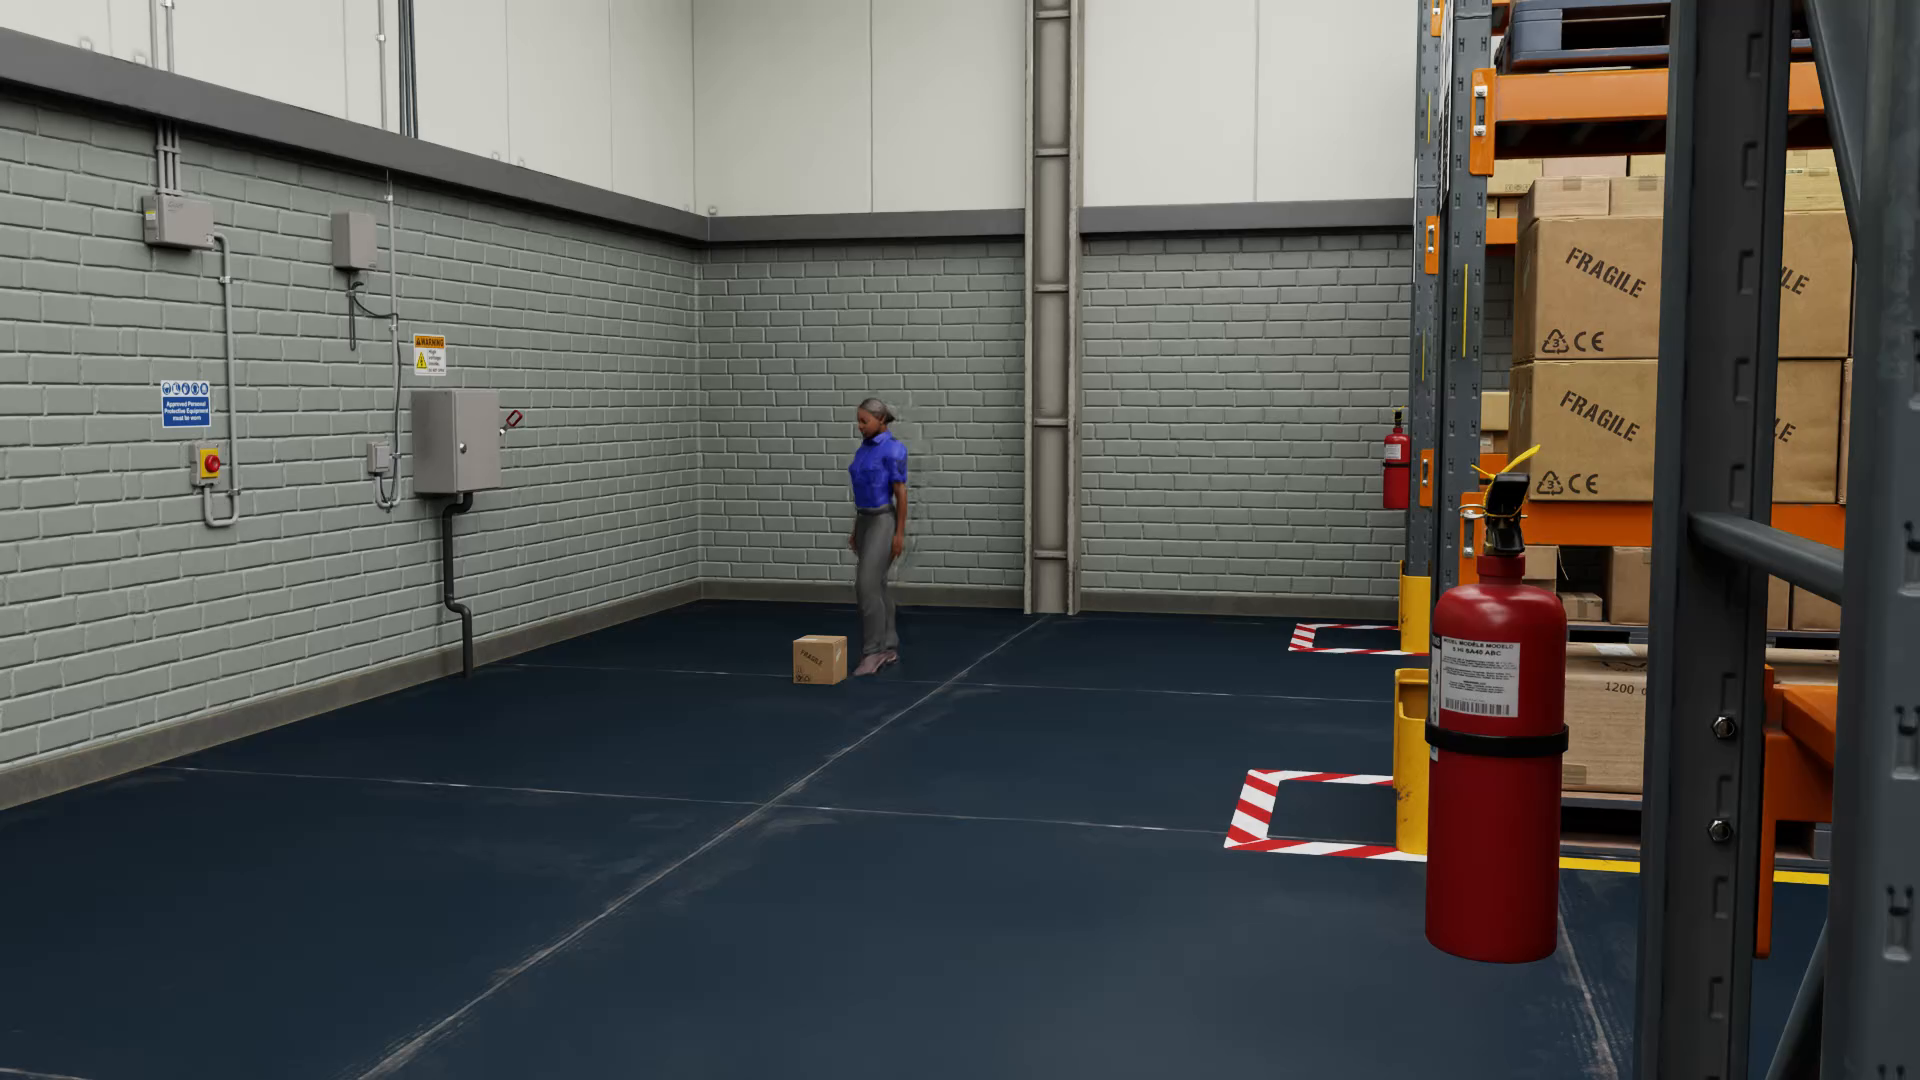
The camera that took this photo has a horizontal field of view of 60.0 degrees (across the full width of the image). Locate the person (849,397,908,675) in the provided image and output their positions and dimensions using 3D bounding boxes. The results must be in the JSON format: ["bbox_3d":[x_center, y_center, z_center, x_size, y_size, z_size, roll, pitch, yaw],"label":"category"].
[{"bbox_3d":[-0.560,-0.020,10.228,0.438,1.711,0.469,-3,6,-32],"label":"person"}]
